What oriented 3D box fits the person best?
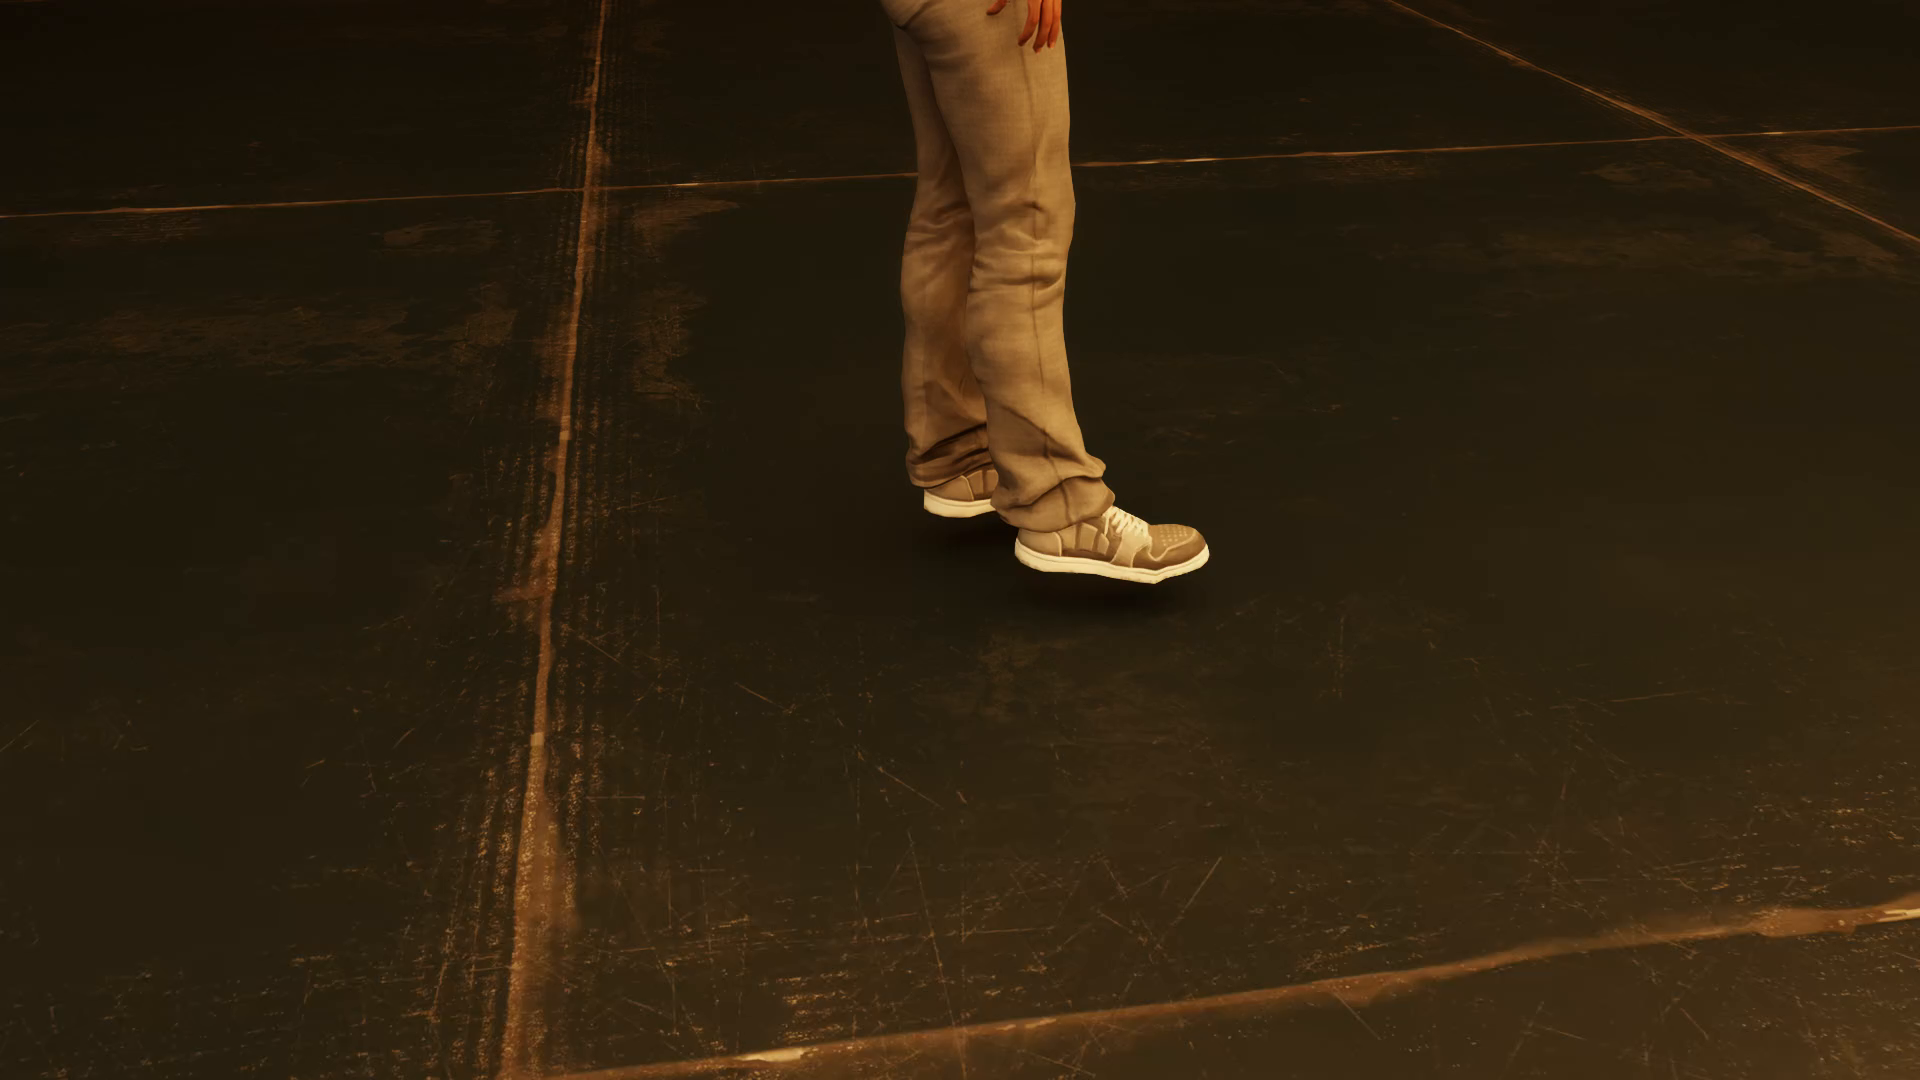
[{"bbox_3d":[0.082,-0.643,2.159,0.461,1.360,0.520,-5,28,-9],"label":"person"}]
